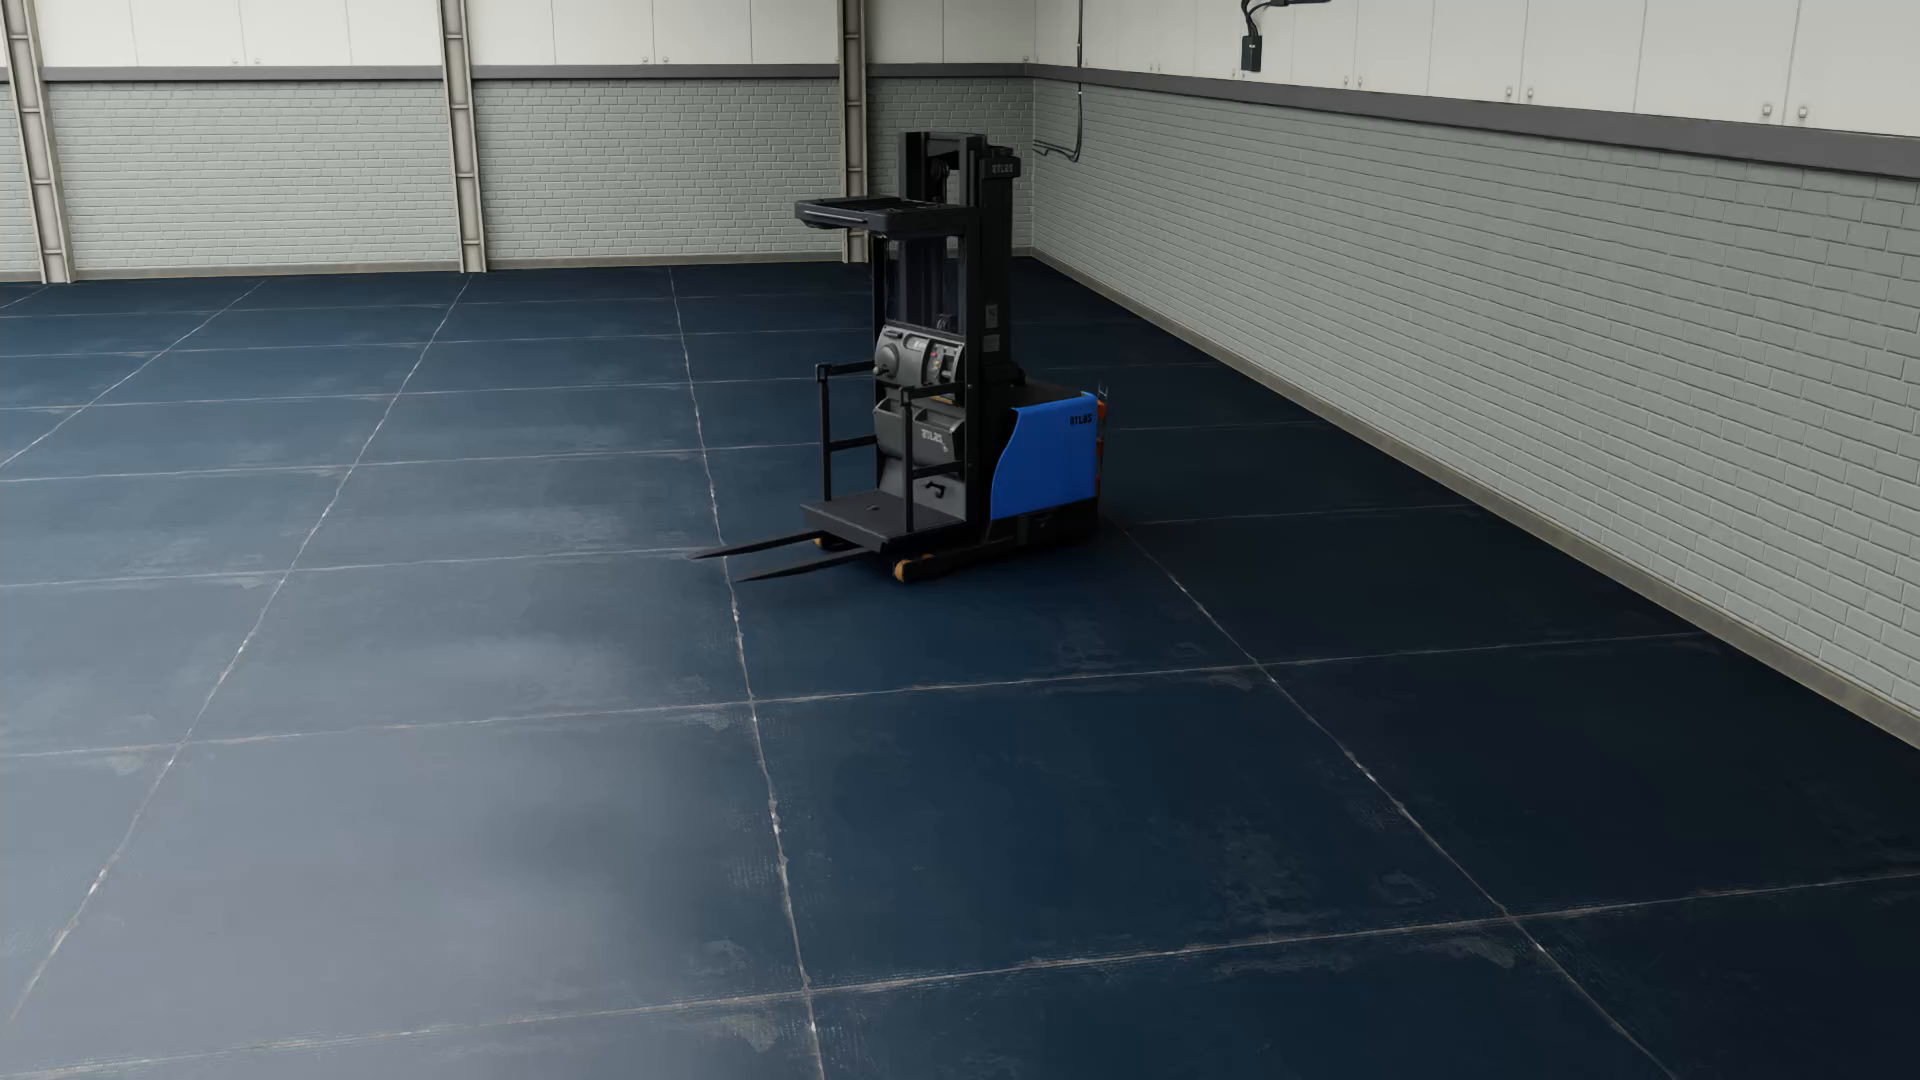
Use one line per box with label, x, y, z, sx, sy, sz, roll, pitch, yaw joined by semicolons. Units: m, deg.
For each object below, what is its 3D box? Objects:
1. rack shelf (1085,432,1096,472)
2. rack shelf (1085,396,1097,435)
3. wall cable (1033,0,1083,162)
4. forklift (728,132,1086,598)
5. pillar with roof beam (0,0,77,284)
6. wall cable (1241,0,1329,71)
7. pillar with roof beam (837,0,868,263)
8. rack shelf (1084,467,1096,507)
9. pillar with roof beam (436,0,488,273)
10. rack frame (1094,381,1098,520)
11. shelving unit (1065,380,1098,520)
rack shelf;0.922;-0.678;12.767;0.240;0.259;0.215;1;17;3
rack shelf;0.922;-0.949;12.683;0.240;0.259;0.215;1;17;3
wall cable;1.440;-7.138;25.515;0.112;2.526;3.097;-3;17;-10
forklift;-0.331;-1.244;11.370;1.130;2.935;3.031;12;21;35
pillar with roof beam;-12.668;-6.930;19.549;0.400;9.000;9.100;-3;17;-10
wall cable;3.226;-7.511;15.646;0.169;6.003;2.305;-3;17;-10
pillar with roof beam;-0.886;-7.599;21.725;0.400;9.000;9.100;-3;17;-10
rack shelf;0.922;-0.412;12.848;0.240;0.259;0.215;1;17;3
pillar with roof beam;-6.777;-7.265;20.637;0.400;9.000;9.100;-3;17;-10
rack frame;1.044;-0.686;12.757;0.008;1.050;0.200;1;17;3
shelving unit;0.922;-0.688;12.763;0.252;1.050;0.215;1;17;3
